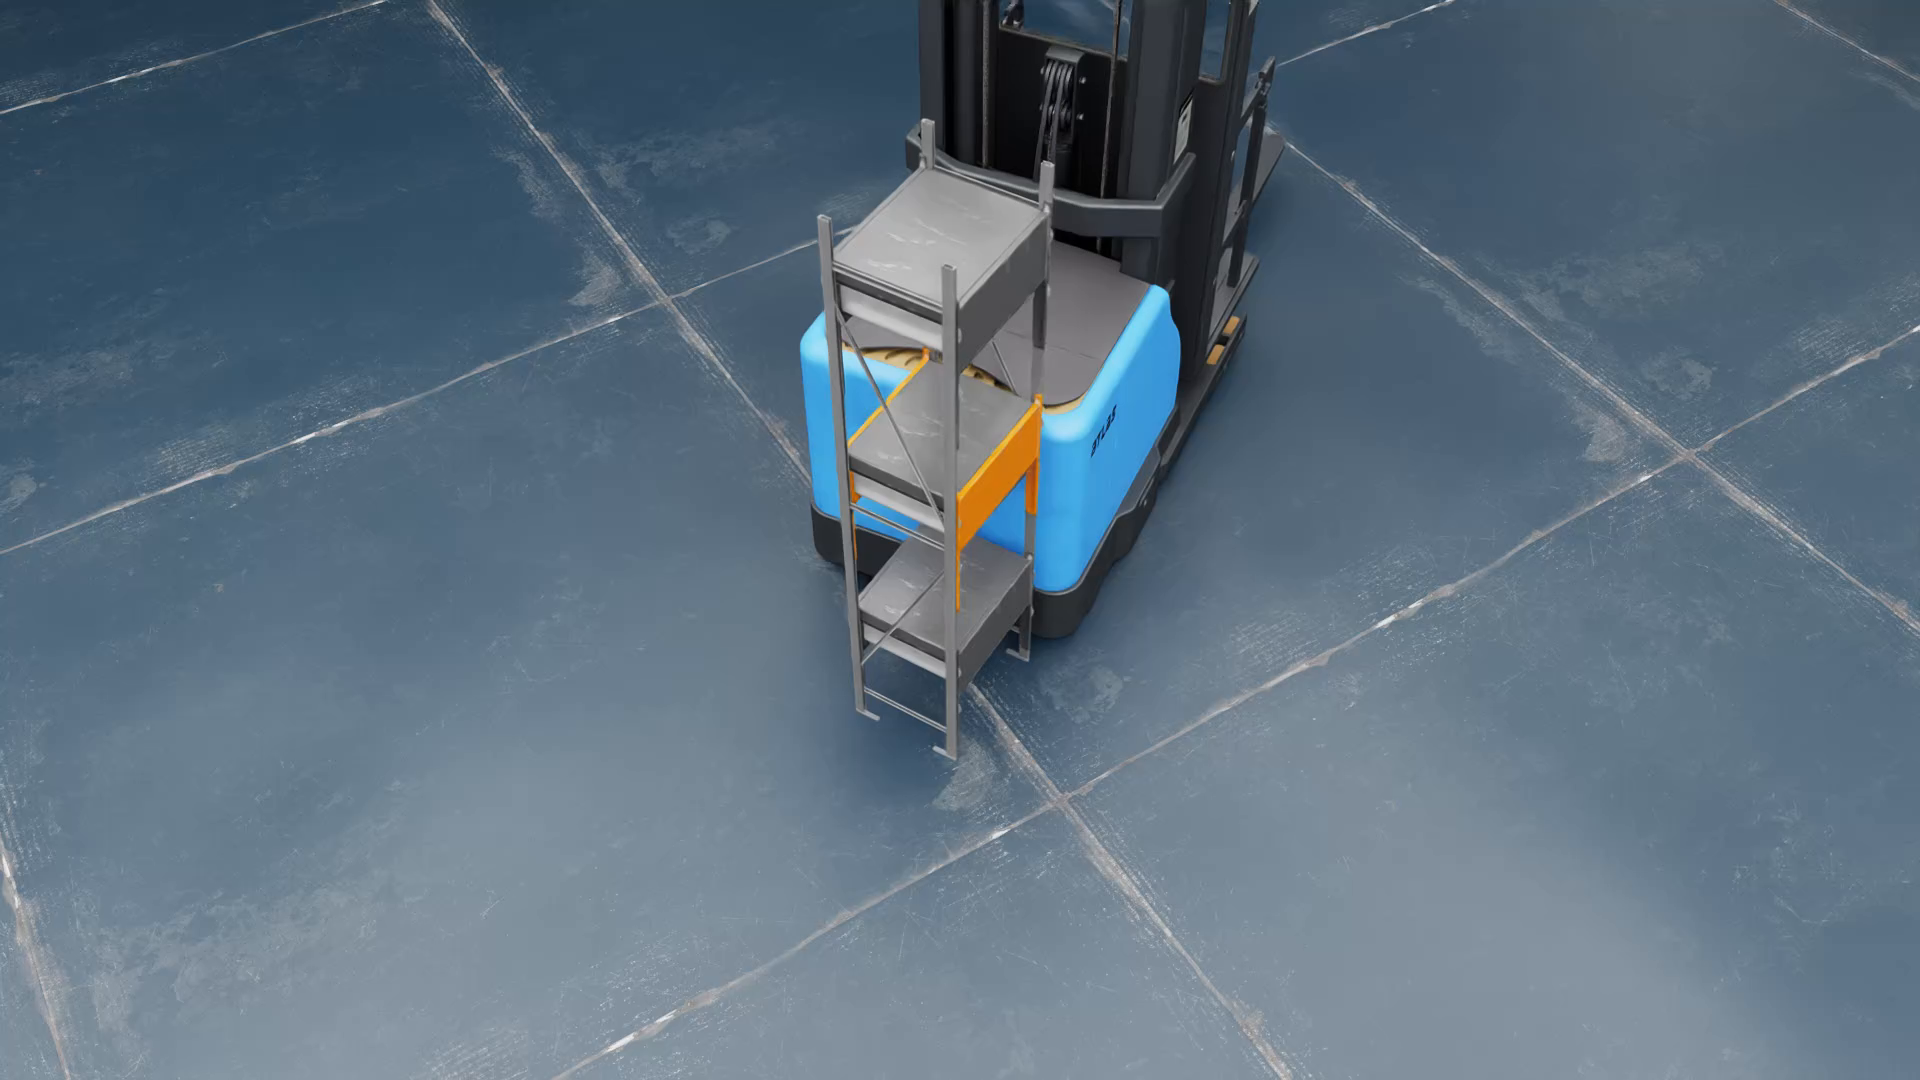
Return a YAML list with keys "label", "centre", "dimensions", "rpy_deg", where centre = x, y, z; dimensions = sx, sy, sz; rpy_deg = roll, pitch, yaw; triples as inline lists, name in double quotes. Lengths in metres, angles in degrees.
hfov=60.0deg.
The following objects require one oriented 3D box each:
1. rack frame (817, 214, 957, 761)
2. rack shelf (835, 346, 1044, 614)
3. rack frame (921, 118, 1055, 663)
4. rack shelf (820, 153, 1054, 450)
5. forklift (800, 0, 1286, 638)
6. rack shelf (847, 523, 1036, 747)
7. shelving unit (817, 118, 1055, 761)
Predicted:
- label: "rack frame"
  centre: [-0.183, -0.036, 4.876]
  dimensions: [0.400, 2.100, 0.015]
  rpy_deg: [24, 53, 20]
- label: "rack shelf"
  centre: [-0.056, -0.182, 5.024]
  dimensions: [0.431, 0.518, 0.480]
  rpy_deg: [24, 53, 20]
- label: "rack frame"
  centre: [0.070, -0.347, 5.153]
  dimensions: [0.400, 2.100, 0.015]
  rpy_deg: [24, 53, 20]
- label: "rack shelf"
  centre: [-0.056, -0.648, 4.502]
  dimensions: [0.431, 0.518, 0.480]
  rpy_deg: [24, 53, 20]
- label: "forklift"
  centre: [0.540, -1.745, 5.842]
  dimensions: [1.130, 2.935, 3.031]
  rpy_deg: [19, 51, 16]
- label: "rack shelf"
  centre: [-0.056, 0.283, 5.547]
  dimensions: [0.431, 0.518, 0.480]
  rpy_deg: [24, 53, 20]
- label: "shelving unit"
  centre: [-0.056, -0.191, 5.014]
  dimensions: [0.431, 2.100, 0.503]
  rpy_deg: [24, 53, 20]
